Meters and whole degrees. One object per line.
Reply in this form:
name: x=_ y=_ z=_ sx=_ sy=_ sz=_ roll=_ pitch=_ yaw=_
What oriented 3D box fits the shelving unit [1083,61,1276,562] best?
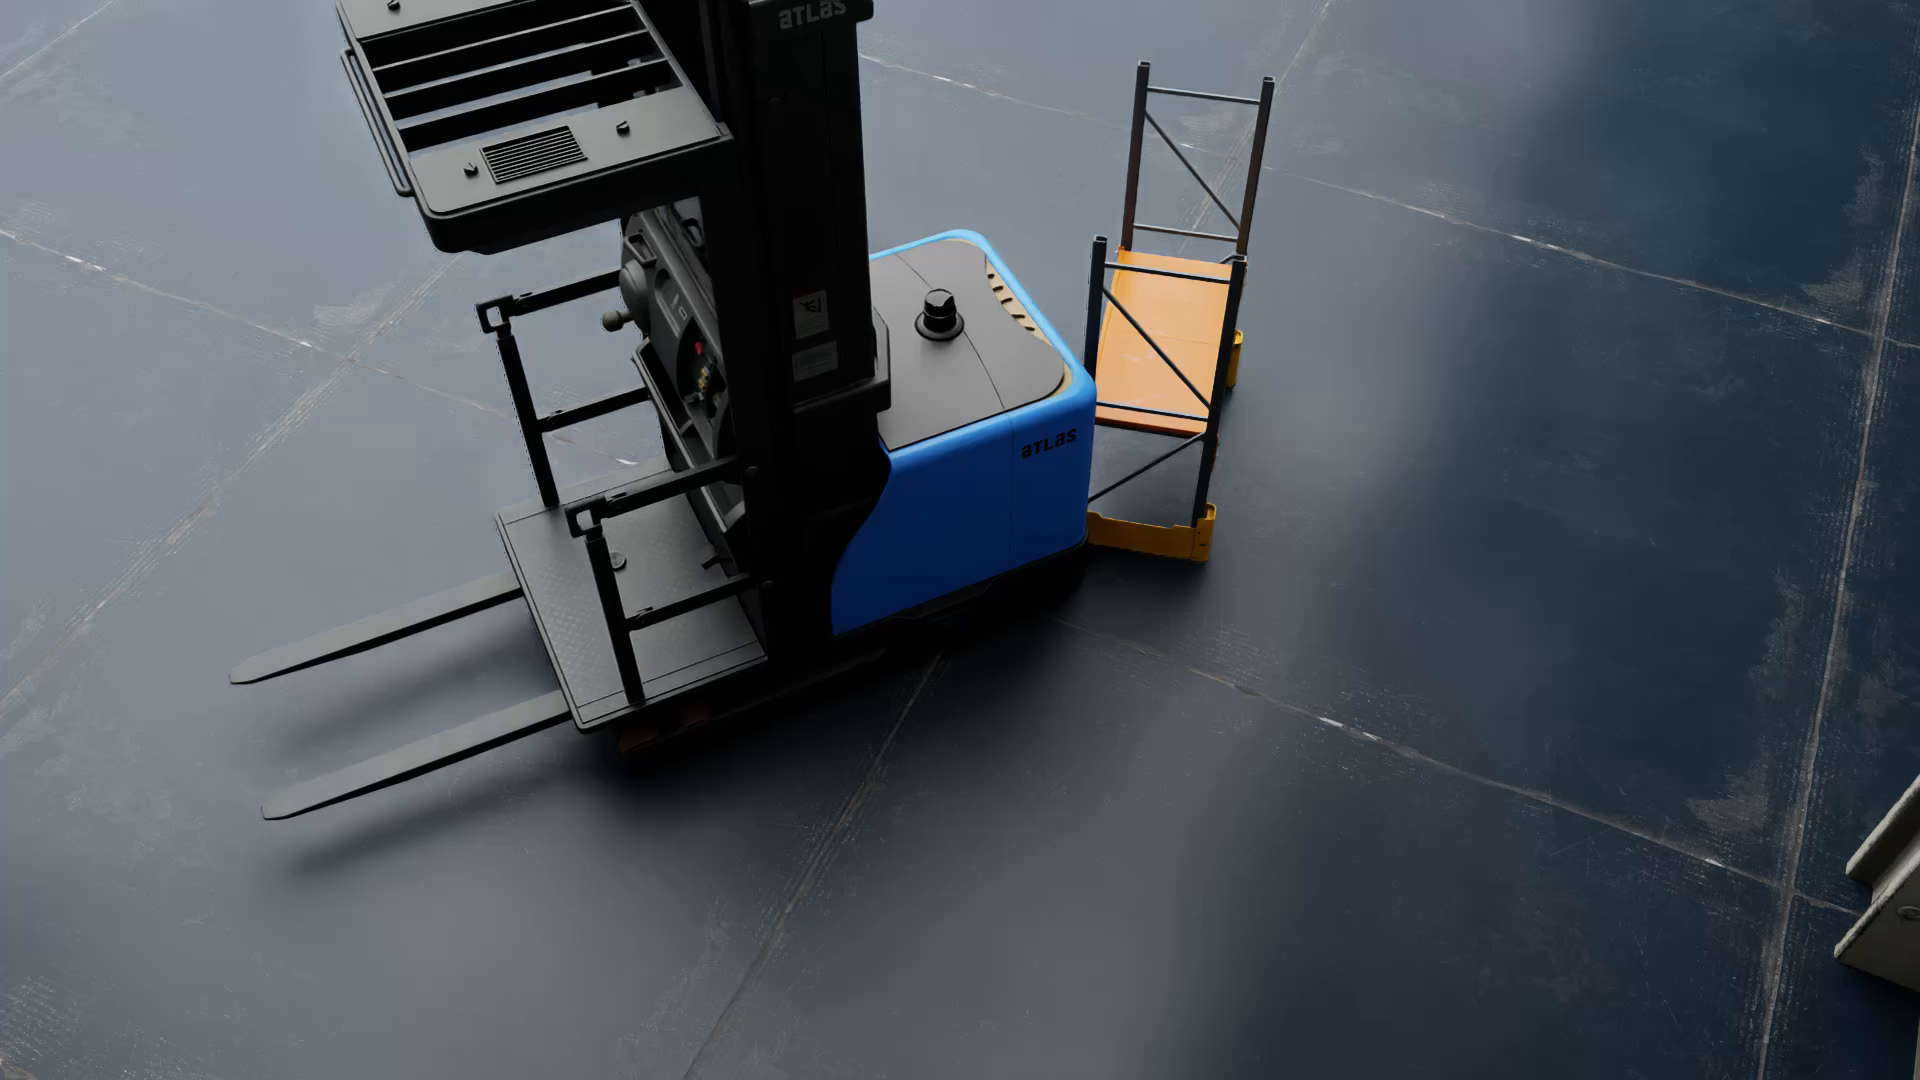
shelving unit: x=0.791 y=-0.847 z=6.301 sx=0.587 sy=1.500 sz=1.083 roll=9 pitch=50 yaw=8

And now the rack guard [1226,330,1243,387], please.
rack guard: x=0.896 y=-0.812 z=7.092 sx=0.587 sy=0.250 sz=0.087 roll=9 pitch=50 yaw=8

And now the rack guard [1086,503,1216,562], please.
rack guard: x=0.686 y=-0.071 z=6.461 sx=0.587 sy=0.250 sz=0.087 roll=9 pitch=50 yaw=8

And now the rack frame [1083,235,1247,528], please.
rack frame: x=0.682 y=-0.461 z=5.973 sx=0.500 sy=1.500 sz=0.032 roll=9 pitch=50 yaw=8

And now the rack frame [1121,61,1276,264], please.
rack frame: x=0.896 y=-1.218 z=6.617 sx=0.500 sy=1.500 sz=0.032 roll=9 pitch=50 yaw=8

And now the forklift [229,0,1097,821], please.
forklift: x=-1.076 y=-0.609 z=5.159 sx=3.031 sy=2.935 sz=1.130 roll=-20 pitch=53 yaw=-16

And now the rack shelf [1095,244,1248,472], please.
rack shelf: x=0.789 y=-0.723 z=6.432 sx=0.538 sy=0.185 sz=1.000 roll=9 pitch=50 yaw=8
